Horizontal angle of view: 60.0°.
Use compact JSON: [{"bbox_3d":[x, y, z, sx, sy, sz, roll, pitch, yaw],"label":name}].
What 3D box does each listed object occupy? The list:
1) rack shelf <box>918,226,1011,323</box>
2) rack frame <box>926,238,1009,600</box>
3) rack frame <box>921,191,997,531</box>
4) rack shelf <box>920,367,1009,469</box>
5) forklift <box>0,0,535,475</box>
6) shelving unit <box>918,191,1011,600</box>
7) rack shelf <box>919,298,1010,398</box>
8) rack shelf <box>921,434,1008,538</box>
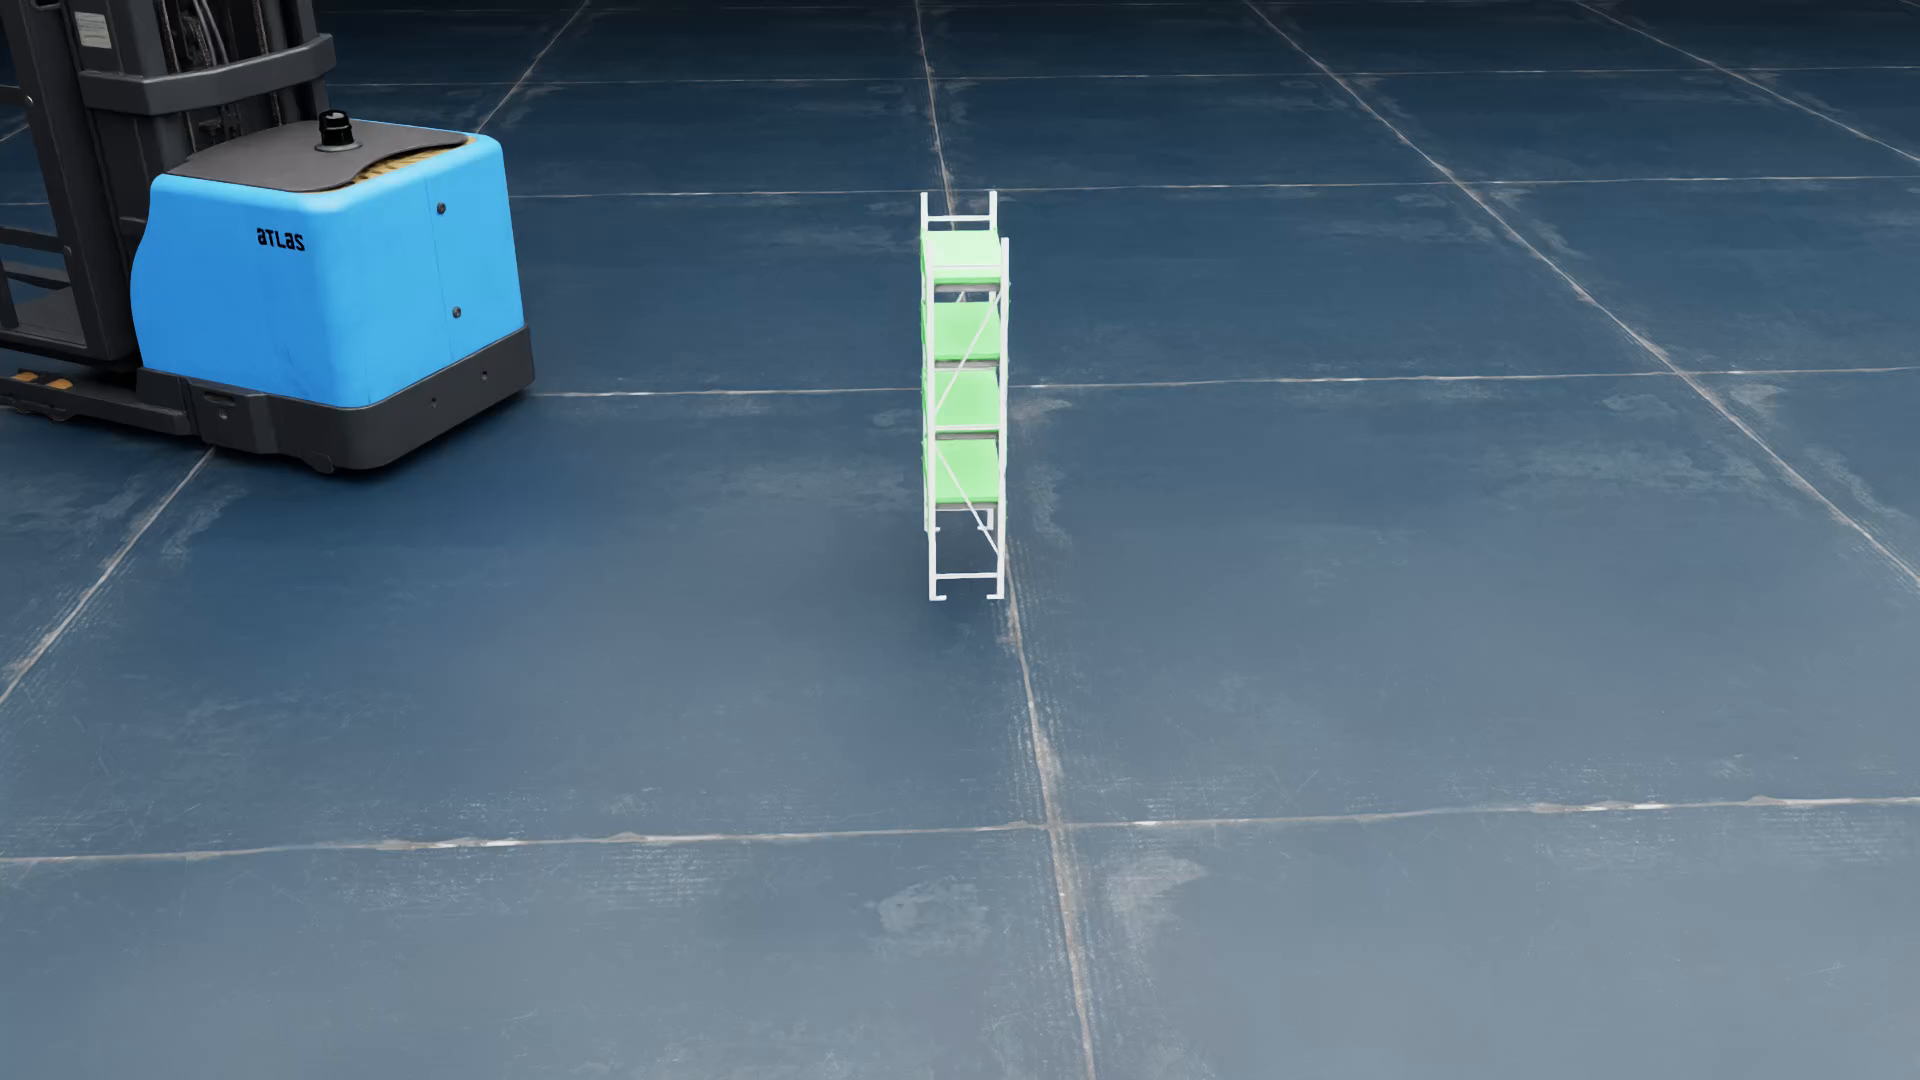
[{"bbox_3d":[0.009,-0.824,5.134,0.258,0.148,0.480,-1,28,-3],"label":"rack shelf"},{"bbox_3d":[0.021,-0.343,5.110,0.240,1.200,0.015,-1,28,-3],"label":"rack frame"},{"bbox_3d":[-0.004,-0.568,5.542,0.240,1.200,0.015,-1,28,-3],"label":"rack frame"},{"bbox_3d":[0.009,-0.399,5.356,0.258,0.148,0.480,-1,28,-3],"label":"rack shelf"},{"bbox_3d":[-3.316,-1.983,6.382,3.031,2.935,1.130,12,30,21],"label":"forklift"},{"bbox_3d":[0.009,-0.456,5.326,0.258,1.200,0.503,-1,28,-3],"label":"shelving unit"},{"bbox_3d":[0.009,-0.612,5.245,0.258,0.148,0.480,-1,28,-3],"label":"rack shelf"},{"bbox_3d":[0.009,-0.186,5.467,0.258,0.148,0.480,-1,28,-3],"label":"rack shelf"}]
